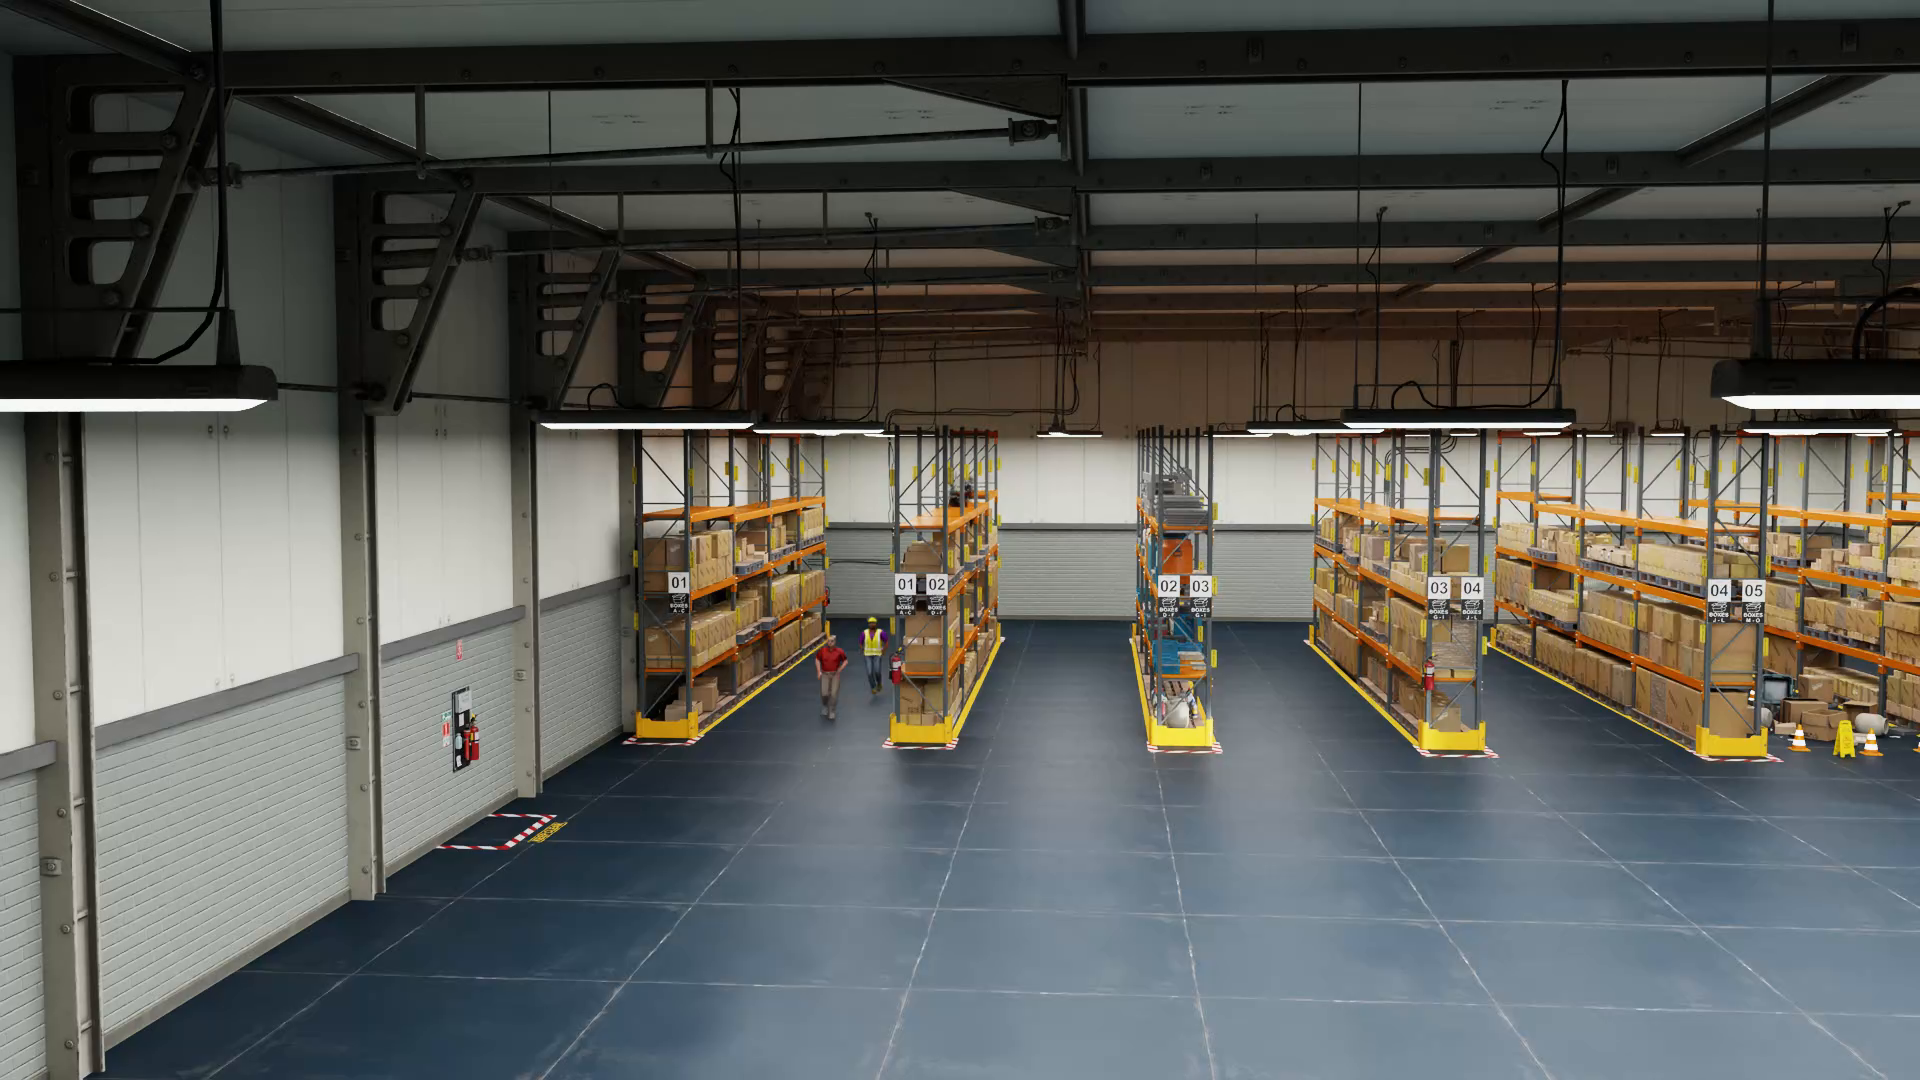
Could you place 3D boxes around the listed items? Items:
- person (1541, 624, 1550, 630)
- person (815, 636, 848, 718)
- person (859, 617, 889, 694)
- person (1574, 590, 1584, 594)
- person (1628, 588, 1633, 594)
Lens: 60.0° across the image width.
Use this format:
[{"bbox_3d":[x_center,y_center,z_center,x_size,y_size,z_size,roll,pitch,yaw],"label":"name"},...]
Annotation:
[{"bbox_3d":[16.546,2.155,46.716,0.597,1.558,0.510,-2,4,-31],"label":"person"},{"bbox_3d":[-2.646,2.820,34.218,0.673,1.693,0.591,0,3,-2],"label":"person"},{"bbox_3d":[-1.932,2.575,36.959,0.674,1.718,0.573,0,3,6],"label":"person"},{"bbox_3d":[17.413,2.016,47.240,0.695,1.771,0.685,0,3,6],"label":"person"},{"bbox_3d":[19.444,2.133,47.256,0.944,1.545,0.607,1,4,13],"label":"person"}]
